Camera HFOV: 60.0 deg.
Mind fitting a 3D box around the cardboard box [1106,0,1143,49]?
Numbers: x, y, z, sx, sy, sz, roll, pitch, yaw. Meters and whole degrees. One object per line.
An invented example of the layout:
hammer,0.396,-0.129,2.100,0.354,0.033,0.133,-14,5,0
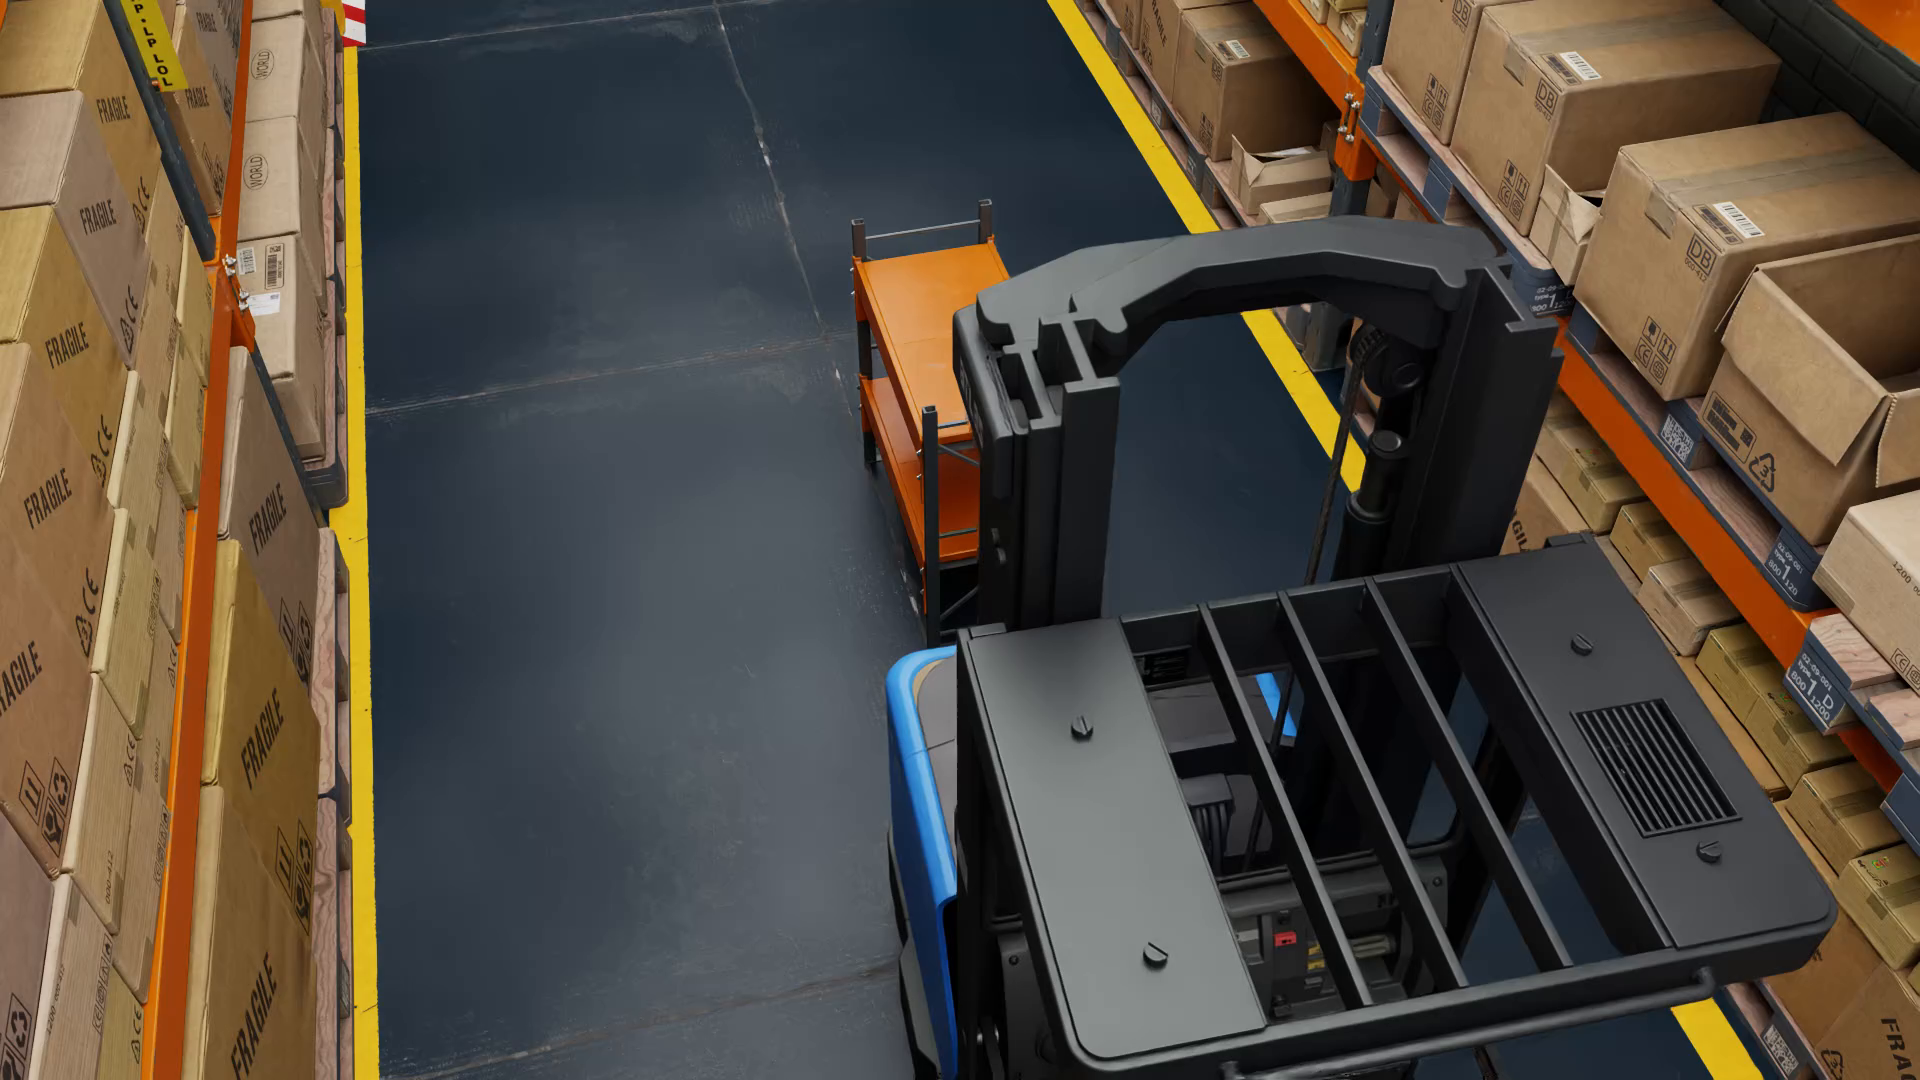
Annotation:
cardboard box,1.159,-2.871,8.419,0.700,0.500,0.500,-9,46,-9

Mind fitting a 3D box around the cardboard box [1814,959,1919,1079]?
cardboard box,2.645,1.363,4.270,0.500,0.500,0.500,-9,46,-9

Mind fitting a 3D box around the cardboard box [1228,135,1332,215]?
cardboard box,1.419,-1.641,7.379,0.396,0.266,0.258,-9,46,-9

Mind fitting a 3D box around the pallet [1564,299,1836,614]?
pallet,2.459,-0.387,4.663,1.003,0.211,1.213,-11,47,-10

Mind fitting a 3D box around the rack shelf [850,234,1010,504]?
rack shelf,-0.002,-0.603,5.644,0.538,0.278,1.000,-11,47,-10

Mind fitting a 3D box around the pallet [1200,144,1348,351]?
pallet,1.762,-1.372,7.447,1.003,0.211,1.213,-11,47,-10

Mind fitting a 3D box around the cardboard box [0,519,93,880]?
cardboard box,-1.980,0.327,3.059,0.500,0.500,0.500,-9,46,-9

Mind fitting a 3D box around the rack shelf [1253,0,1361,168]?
rack shelf,1.425,-3.003,7.596,1.077,0.370,4.000,-11,47,-10

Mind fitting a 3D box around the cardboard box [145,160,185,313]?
cardboard box,-2.513,-0.826,4.715,0.500,0.250,0.500,-11,47,-10

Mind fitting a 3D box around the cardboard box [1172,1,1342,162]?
cardboard box,1.425,-2.154,7.717,0.700,0.500,0.500,-12,47,-12

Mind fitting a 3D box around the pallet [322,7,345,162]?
pallet,-3.604,-2.212,8.270,1.003,0.211,1.213,-11,47,-10

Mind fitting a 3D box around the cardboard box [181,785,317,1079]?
cardboard box,-2.157,1.286,4.083,0.875,0.875,0.875,-10,46,-10

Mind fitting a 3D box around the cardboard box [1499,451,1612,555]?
cardboard box,2.113,-0.060,5.664,0.500,0.500,0.500,-12,47,-11

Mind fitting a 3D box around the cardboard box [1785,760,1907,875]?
cardboard box,2.465,0.721,4.445,0.380,0.149,0.250,-12,47,-12

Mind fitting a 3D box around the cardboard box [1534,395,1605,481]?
cardboard box,2.105,-0.358,5.503,0.380,0.149,0.250,-11,47,-10

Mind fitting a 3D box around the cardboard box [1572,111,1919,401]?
cardboard box,2.178,-0.782,4.552,0.700,0.500,0.500,-11,47,-11

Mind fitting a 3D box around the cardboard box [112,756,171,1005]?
cardboard box,-1.996,0.752,3.518,0.500,0.250,0.500,-9,46,-9

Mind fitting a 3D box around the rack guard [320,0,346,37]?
rack guard,-3.891,-2.867,8.710,1.175,0.500,0.348,-11,47,-10

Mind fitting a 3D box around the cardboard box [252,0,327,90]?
cardboard box,-3.619,-2.538,8.137,0.875,0.438,0.875,-12,47,-12

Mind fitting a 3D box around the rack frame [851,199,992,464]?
rack frame,-0.132,-0.749,6.197,0.500,1.125,0.032,-11,47,-10

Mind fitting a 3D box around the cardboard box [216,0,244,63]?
cardboard box,-2.973,-2.063,6.102,0.500,0.500,0.500,-10,47,-10

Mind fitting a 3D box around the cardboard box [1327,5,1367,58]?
cardboard box,1.611,-1.960,6.246,0.380,0.149,0.250,-10,46,-10

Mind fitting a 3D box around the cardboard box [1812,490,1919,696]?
cardboard box,2.378,0.124,3.839,0.500,0.250,0.500,-13,47,-12

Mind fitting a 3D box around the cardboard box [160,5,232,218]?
cardboard box,-2.728,-1.371,5.423,0.500,0.500,0.500,-9,46,-9

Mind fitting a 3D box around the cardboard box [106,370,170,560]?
cardboard box,-2.239,-0.126,4.028,0.500,0.250,0.500,-10,46,-9

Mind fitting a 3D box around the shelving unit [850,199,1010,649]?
shelving unit,-0.002,-0.398,5.853,0.538,1.125,1.048,-11,47,-10

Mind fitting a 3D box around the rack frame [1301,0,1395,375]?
rack frame,1.937,-1.874,5.986,1.000,3.000,0.127,-11,47,-10

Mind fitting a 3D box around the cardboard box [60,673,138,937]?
cardboard box,-1.974,0.577,3.339,0.500,0.250,0.500,-11,47,-10

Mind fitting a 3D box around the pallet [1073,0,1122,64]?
pallet,1.137,-3.057,9.098,1.003,0.211,1.213,-11,47,-10

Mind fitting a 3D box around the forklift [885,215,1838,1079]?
forklift,0.587,0.995,3.222,1.130,2.935,3.031,-8,46,-8

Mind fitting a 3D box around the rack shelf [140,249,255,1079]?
rack shelf,-2.348,0.669,3.998,1.077,0.370,4.000,-11,47,-10

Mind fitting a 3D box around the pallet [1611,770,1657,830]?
pallet,2.497,0.501,5.612,1.003,0.211,1.213,-11,47,-10

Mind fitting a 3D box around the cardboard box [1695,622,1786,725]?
cardboard box,2.377,0.359,4.800,0.380,0.149,0.250,-11,47,-11

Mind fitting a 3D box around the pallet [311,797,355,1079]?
pallet,-2.274,1.375,4.755,1.003,0.211,1.213,-11,47,-10

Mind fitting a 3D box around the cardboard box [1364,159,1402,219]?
cardboard box,1.996,-1.579,7.286,0.500,0.311,0.500,-9,46,-9

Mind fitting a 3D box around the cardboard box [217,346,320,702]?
cardboard box,-2.624,0.046,5.298,0.875,0.875,0.875,-9,46,-9

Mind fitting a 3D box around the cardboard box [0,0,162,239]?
cardboard box,-2.503,-1.086,4.444,0.500,0.500,0.500,-9,46,-9

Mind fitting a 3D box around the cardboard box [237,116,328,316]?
cardboard box,-3.147,-1.285,6.909,0.875,0.438,0.875,-12,47,-11

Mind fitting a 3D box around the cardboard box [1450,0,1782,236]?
cardboard box,1.977,-1.323,5.083,0.700,0.500,0.500,-10,46,-10

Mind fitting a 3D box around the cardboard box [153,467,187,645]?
cardboard box,-2.262,0.056,4.200,0.500,0.250,0.500,-12,47,-11

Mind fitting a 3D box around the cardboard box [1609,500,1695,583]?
cardboard box,2.264,-0.006,5.157,0.380,0.149,0.250,-11,47,-10

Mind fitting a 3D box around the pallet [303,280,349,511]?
pallet,-2.980,-0.527,6.619,1.003,0.211,1.213,-11,47,-10

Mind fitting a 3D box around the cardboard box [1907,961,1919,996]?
cardboard box,2.590,1.094,4.080,0.380,0.149,0.250,-13,47,-12

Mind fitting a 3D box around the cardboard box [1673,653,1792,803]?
cardboard box,2.390,0.655,4.964,0.500,0.500,0.500,-9,46,-9

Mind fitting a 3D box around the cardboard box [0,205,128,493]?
cardboard box,-2.253,-0.377,3.749,0.500,0.500,0.500,-9,46,-9

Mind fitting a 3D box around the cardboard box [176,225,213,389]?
cardboard box,-2.502,-0.648,4.889,0.500,0.250,0.500,-12,47,-11
